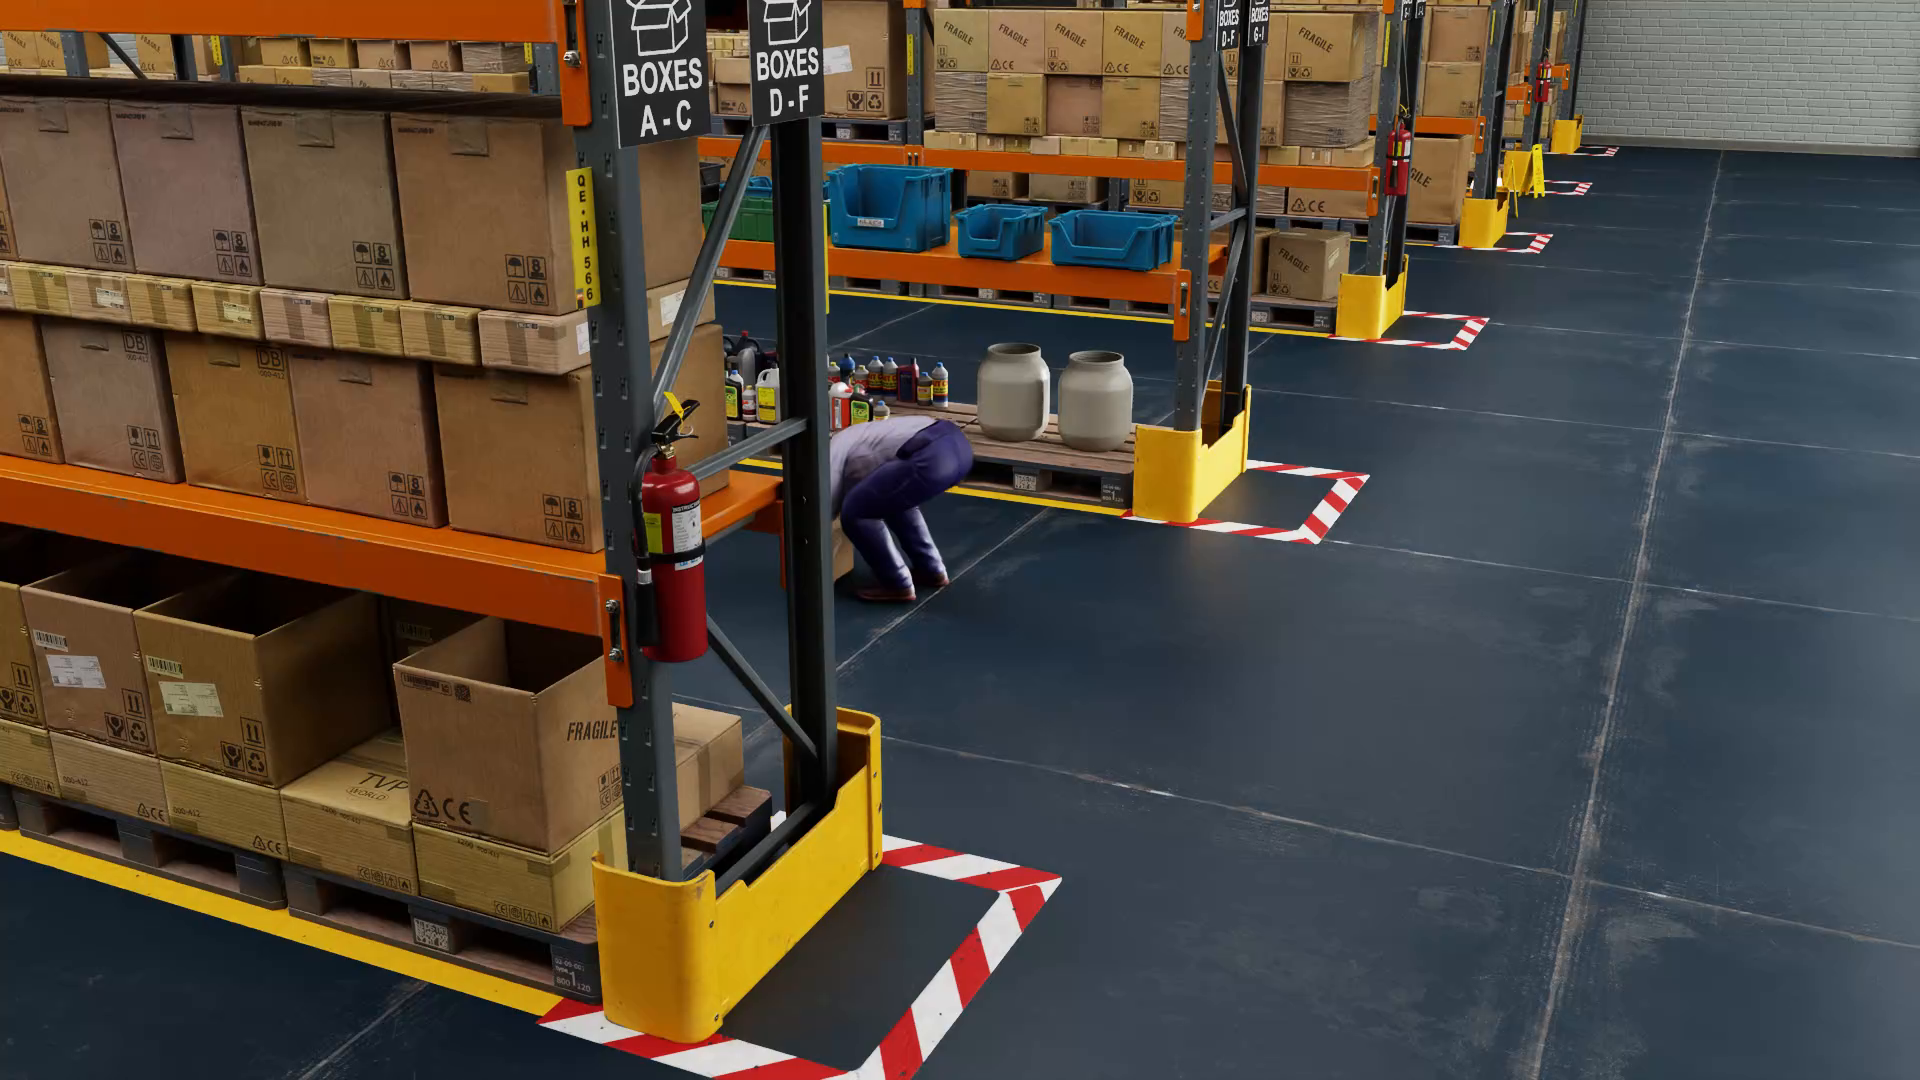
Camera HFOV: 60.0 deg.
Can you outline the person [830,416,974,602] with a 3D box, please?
[{"bbox_3d":[-0.393,-0.171,7.793,0.898,0.854,0.506,7,20,20],"label":"person"}]
